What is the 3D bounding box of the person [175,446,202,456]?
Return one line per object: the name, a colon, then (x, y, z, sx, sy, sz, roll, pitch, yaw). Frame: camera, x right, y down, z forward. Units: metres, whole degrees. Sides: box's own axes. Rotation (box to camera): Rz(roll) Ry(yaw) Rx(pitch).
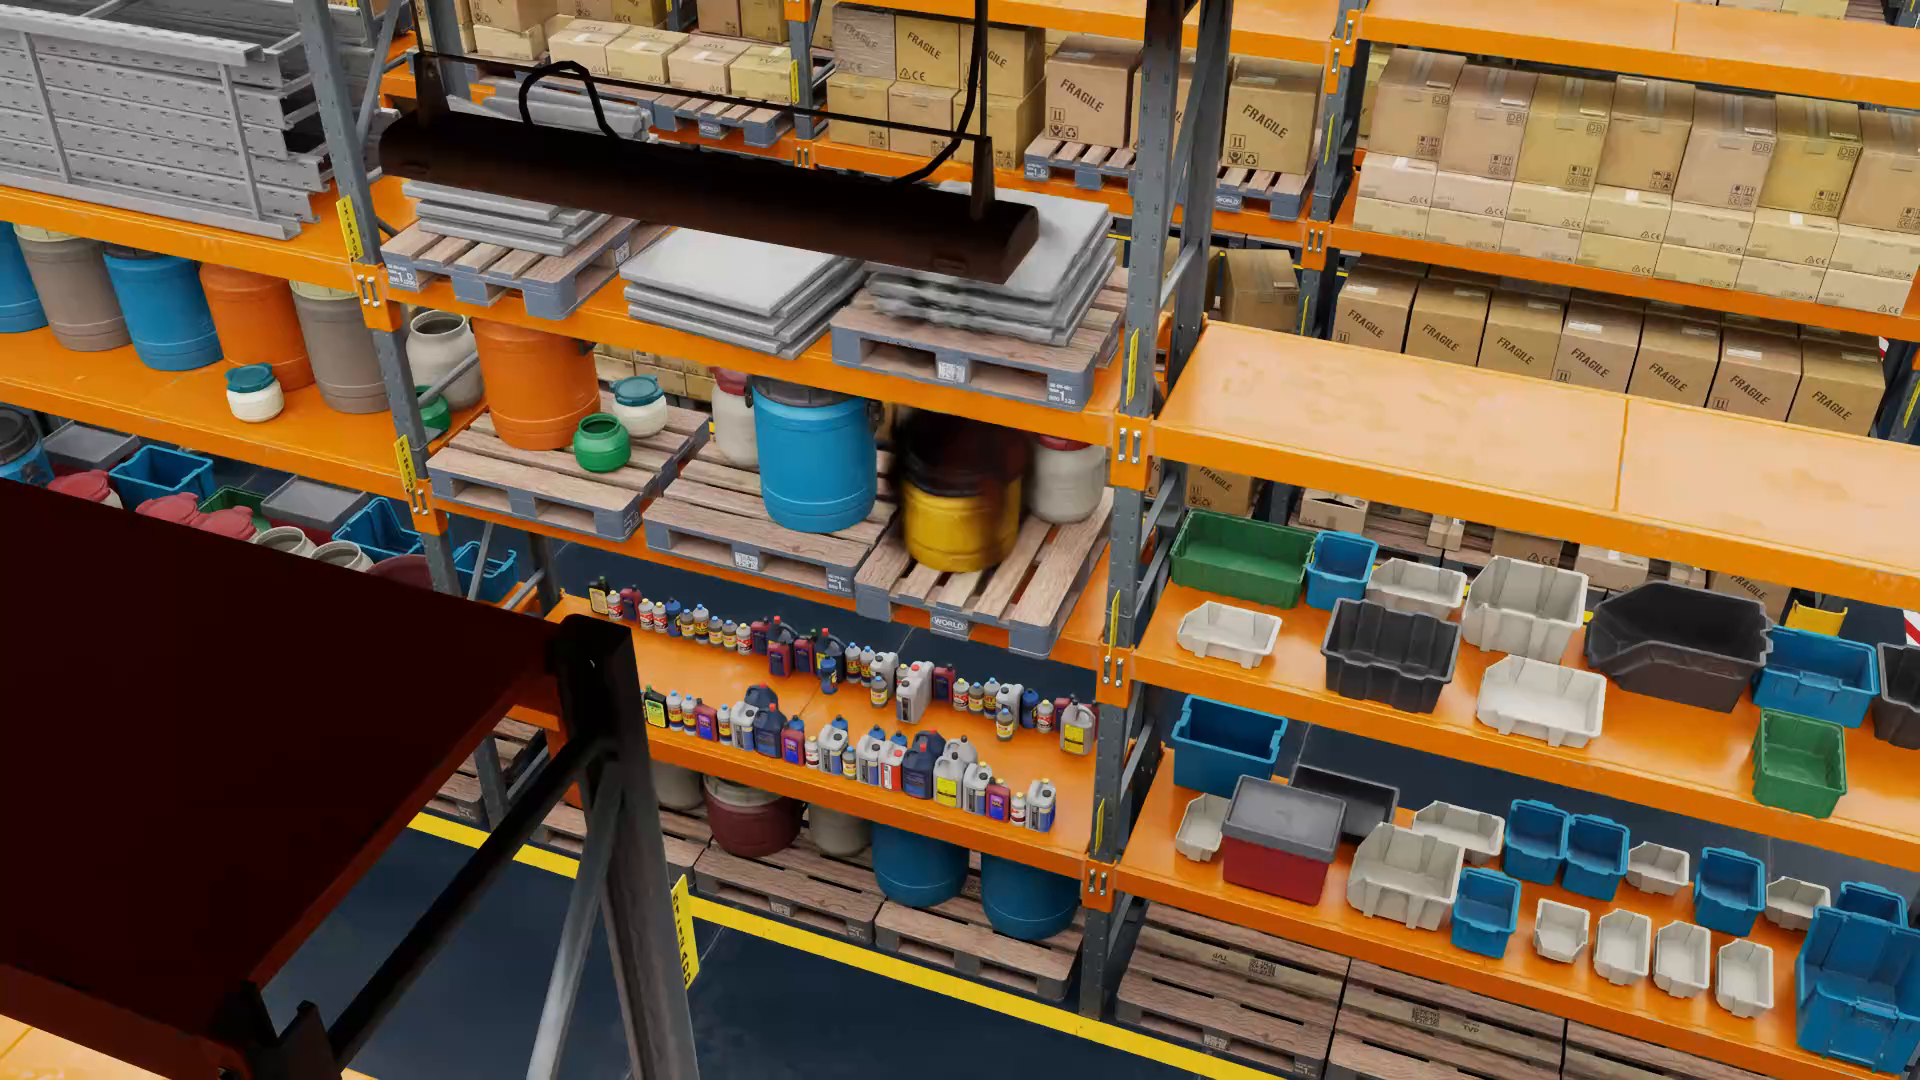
person: (-6.589, -1.404, 13.851, 0.627, 1.734, 0.651, -4, 37, -5)
